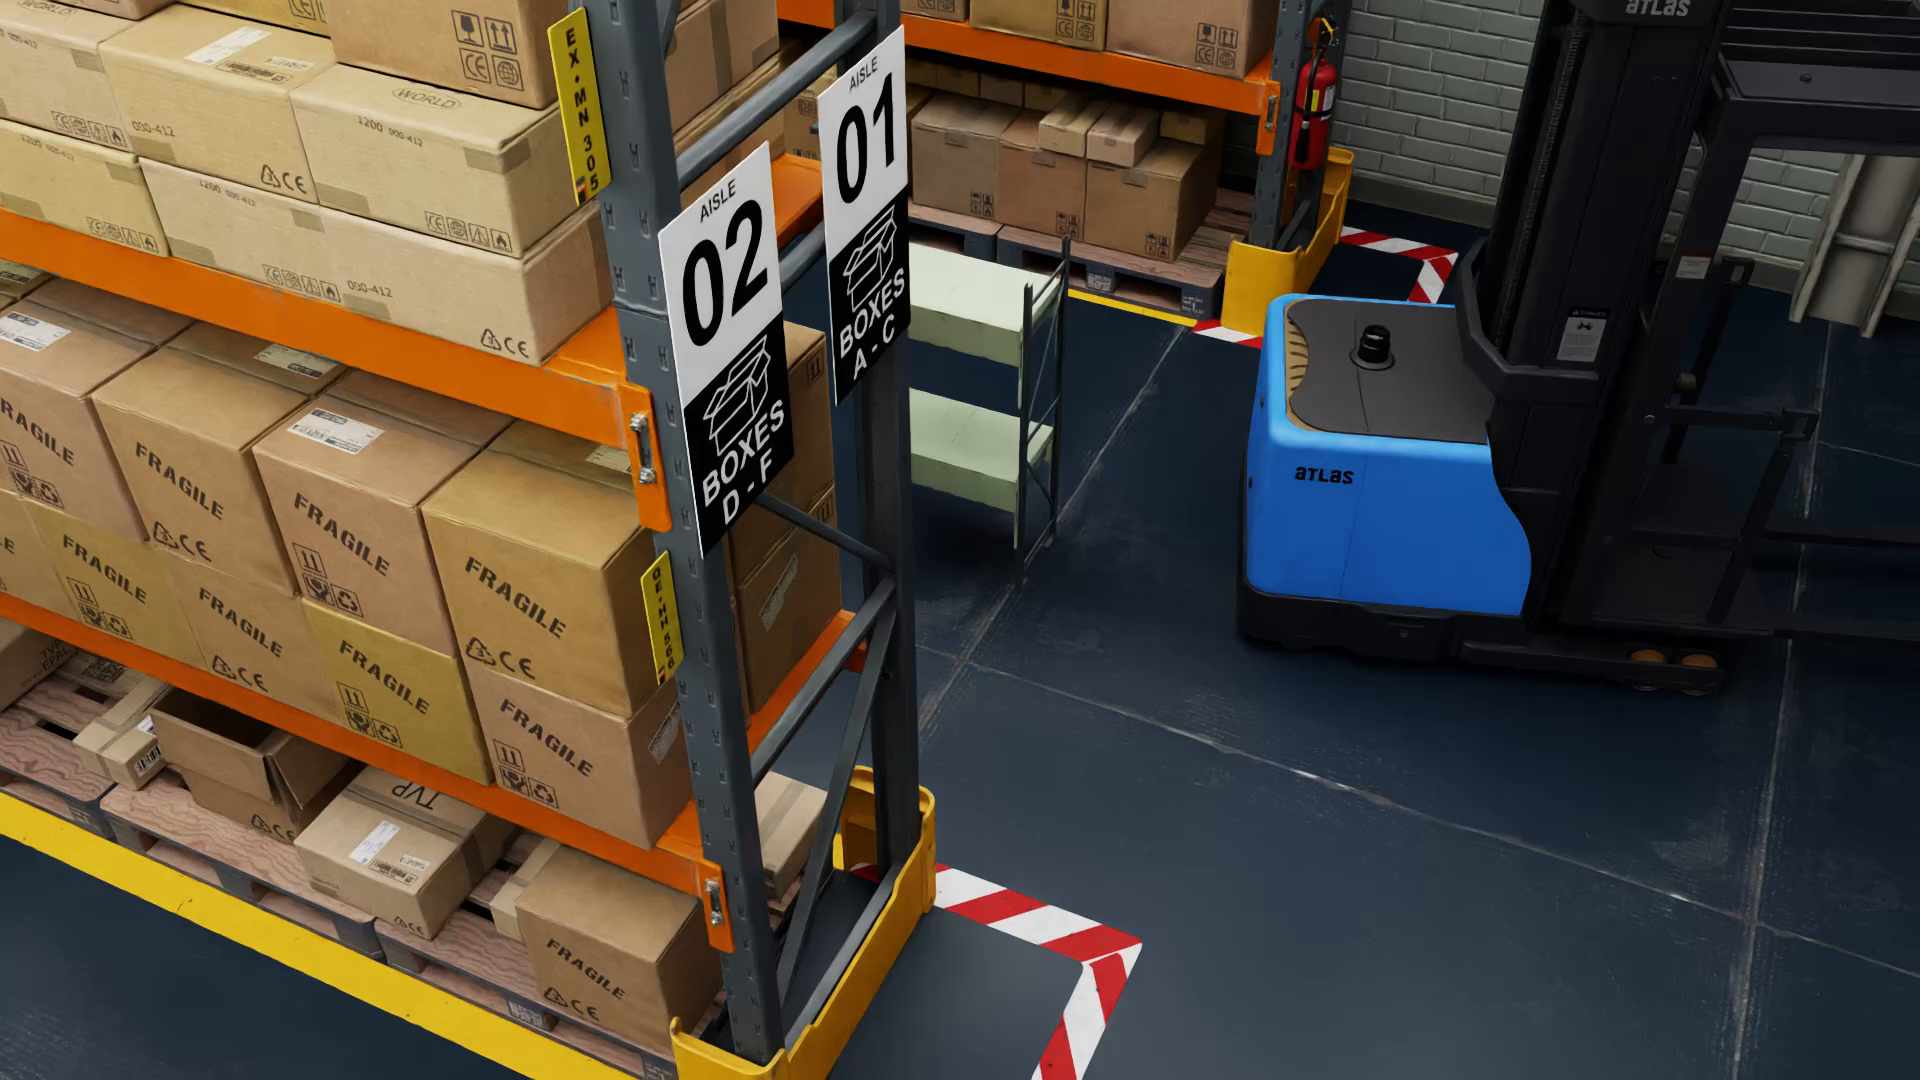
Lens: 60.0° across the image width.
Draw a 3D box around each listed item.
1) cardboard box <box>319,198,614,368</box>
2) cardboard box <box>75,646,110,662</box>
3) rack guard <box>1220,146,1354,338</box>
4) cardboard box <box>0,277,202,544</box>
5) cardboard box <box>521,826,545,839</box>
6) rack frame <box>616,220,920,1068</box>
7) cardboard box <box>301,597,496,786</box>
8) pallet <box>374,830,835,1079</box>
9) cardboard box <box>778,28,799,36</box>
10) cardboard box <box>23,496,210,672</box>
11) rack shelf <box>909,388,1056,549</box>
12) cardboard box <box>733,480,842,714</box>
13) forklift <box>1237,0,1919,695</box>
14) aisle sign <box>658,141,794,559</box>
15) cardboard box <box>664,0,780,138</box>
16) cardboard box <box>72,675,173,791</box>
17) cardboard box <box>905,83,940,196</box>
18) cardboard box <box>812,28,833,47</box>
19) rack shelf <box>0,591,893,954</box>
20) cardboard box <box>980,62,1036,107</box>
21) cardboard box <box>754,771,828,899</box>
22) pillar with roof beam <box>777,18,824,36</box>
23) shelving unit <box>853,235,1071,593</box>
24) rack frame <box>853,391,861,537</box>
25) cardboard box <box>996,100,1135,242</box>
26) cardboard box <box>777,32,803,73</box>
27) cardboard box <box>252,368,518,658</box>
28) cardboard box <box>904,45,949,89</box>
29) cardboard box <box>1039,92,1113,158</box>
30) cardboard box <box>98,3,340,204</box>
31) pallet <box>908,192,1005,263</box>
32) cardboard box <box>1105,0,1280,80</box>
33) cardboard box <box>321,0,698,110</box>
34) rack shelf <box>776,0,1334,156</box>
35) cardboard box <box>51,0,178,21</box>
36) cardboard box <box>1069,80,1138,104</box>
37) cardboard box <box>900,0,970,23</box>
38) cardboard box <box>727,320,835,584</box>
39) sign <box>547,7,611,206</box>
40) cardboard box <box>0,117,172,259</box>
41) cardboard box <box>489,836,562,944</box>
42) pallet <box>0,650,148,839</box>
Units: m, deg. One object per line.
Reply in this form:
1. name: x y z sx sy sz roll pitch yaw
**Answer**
1. cardboard box: -0.973 -0.656 3.540 0.500 0.250 0.500 17 44 19
2. cardboard box: -3.384 0.067 6.455 0.500 0.500 0.500 17 44 19
3. rack guard: 1.717 -1.583 8.695 0.348 0.500 1.175 17 44 19
4. cardboard box: -2.311 -0.391 4.571 0.500 0.500 0.500 18 44 20
5. cardboard box: -1.222 0.822 5.774 0.500 0.250 0.500 17 44 19
6. rack frame: -0.396 0.407 4.490 0.127 3.000 1.000 17 44 19
7. cardboard box: -1.388 0.265 4.578 0.500 0.500 0.500 17 44 19
8. pallet: -1.187 1.220 5.682 1.213 0.211 1.003 17 44 19
9. cardboard box: -1.295 -2.588 9.534 0.500 0.500 0.700 18 44 19
10. cardboard box: -2.295 -0.016 4.902 0.500 0.500 0.500 16 44 18
11. rack shelf: -0.006 -0.322 6.974 0.720 0.370 0.431 17 44 19
12. cardboard box: -0.686 0.090 4.780 0.500 0.500 0.500 18 44 20
13. forklift: 2.683 -0.869 6.015 3.031 2.935 1.130 5 41 6
14. aisle sign: -0.463 -0.375 3.407 0.004 0.787 0.394 17 44 19
15. cardboard box: -0.751 -1.155 3.736 0.500 0.250 0.500 17 44 19
16. cardboard box: -2.944 0.682 6.000 0.250 0.166 0.380 17 44 19
17. cardboard box: -0.377 -2.304 9.205 0.500 0.500 0.700 18 44 20
18. cardboard box: -0.625 -2.774 9.253 0.250 0.149 0.380 16 43 17
19. rack shelf: -2.208 0.125 5.365 4.000 0.370 1.077 17 44 19
20. cardboard box: 0.300 -2.491 8.927 0.250 0.149 0.380 18 44 19
21. cardboard box: -0.630 0.998 5.649 0.250 0.149 0.380 17 44 19
22. pillar with roof beam: -2.750 -3.673 4.617 0.400 9.000 9.100 17 44 19
23. shelving unit: -0.006 -0.569 6.761 0.755 1.500 0.431 17 44 19
24. rack frame: -0.338 -0.670 6.878 0.023 1.500 0.400 17 44 19
25. cardboard box: 0.565 -2.021 8.880 0.500 0.500 0.700 17 44 19
26. cardboard box: -1.062 -2.630 9.087 0.250 0.149 0.380 18 44 20
27. cardboard box: -1.373 -0.108 4.245 0.500 0.500 0.500 18 44 20
28. cardboard box: -0.162 -2.632 9.090 0.250 0.149 0.380 16 43 18
29. cardboard box: 0.593 -2.126 8.505 0.250 0.149 0.380 18 44 20
30. cardboard box: -1.422 -0.988 3.542 0.500 0.250 0.500 17 44 19
31. pallet: -0.164 -1.994 9.390 1.213 0.211 1.003 17 44 19
32. cardboard box: 1.229 -2.783 7.941 0.700 0.700 0.980 19 44 21
33. cardboard box: -0.868 -1.275 3.300 0.500 0.500 0.700 17 44 19
34. rack shelf: -0.117 -2.816 8.758 4.000 0.370 1.077 17 44 19
35. cardboard box: -1.784 -1.538 3.605 0.500 0.500 0.700 17 44 19
36. cardboard box: 0.757 -2.352 8.766 0.250 0.149 0.380 17 44 19
37. cardboard box: -0.122 -3.194 8.416 0.700 0.700 0.980 15 43 17
38. cardboard box: -0.686 -0.288 4.452 0.500 0.500 0.500 18 44 20
39. sign: -0.648 -0.737 2.844 0.005 0.325 0.100 17 44 19
40. cardboard box: -1.880 -0.931 3.859 0.500 0.250 0.500 17 44 19
41. cardboard box: -1.322 1.141 5.470 0.250 0.166 0.380 17 44 19
42. pallet: -3.399 0.544 6.461 1.213 0.211 1.003 17 44 19
